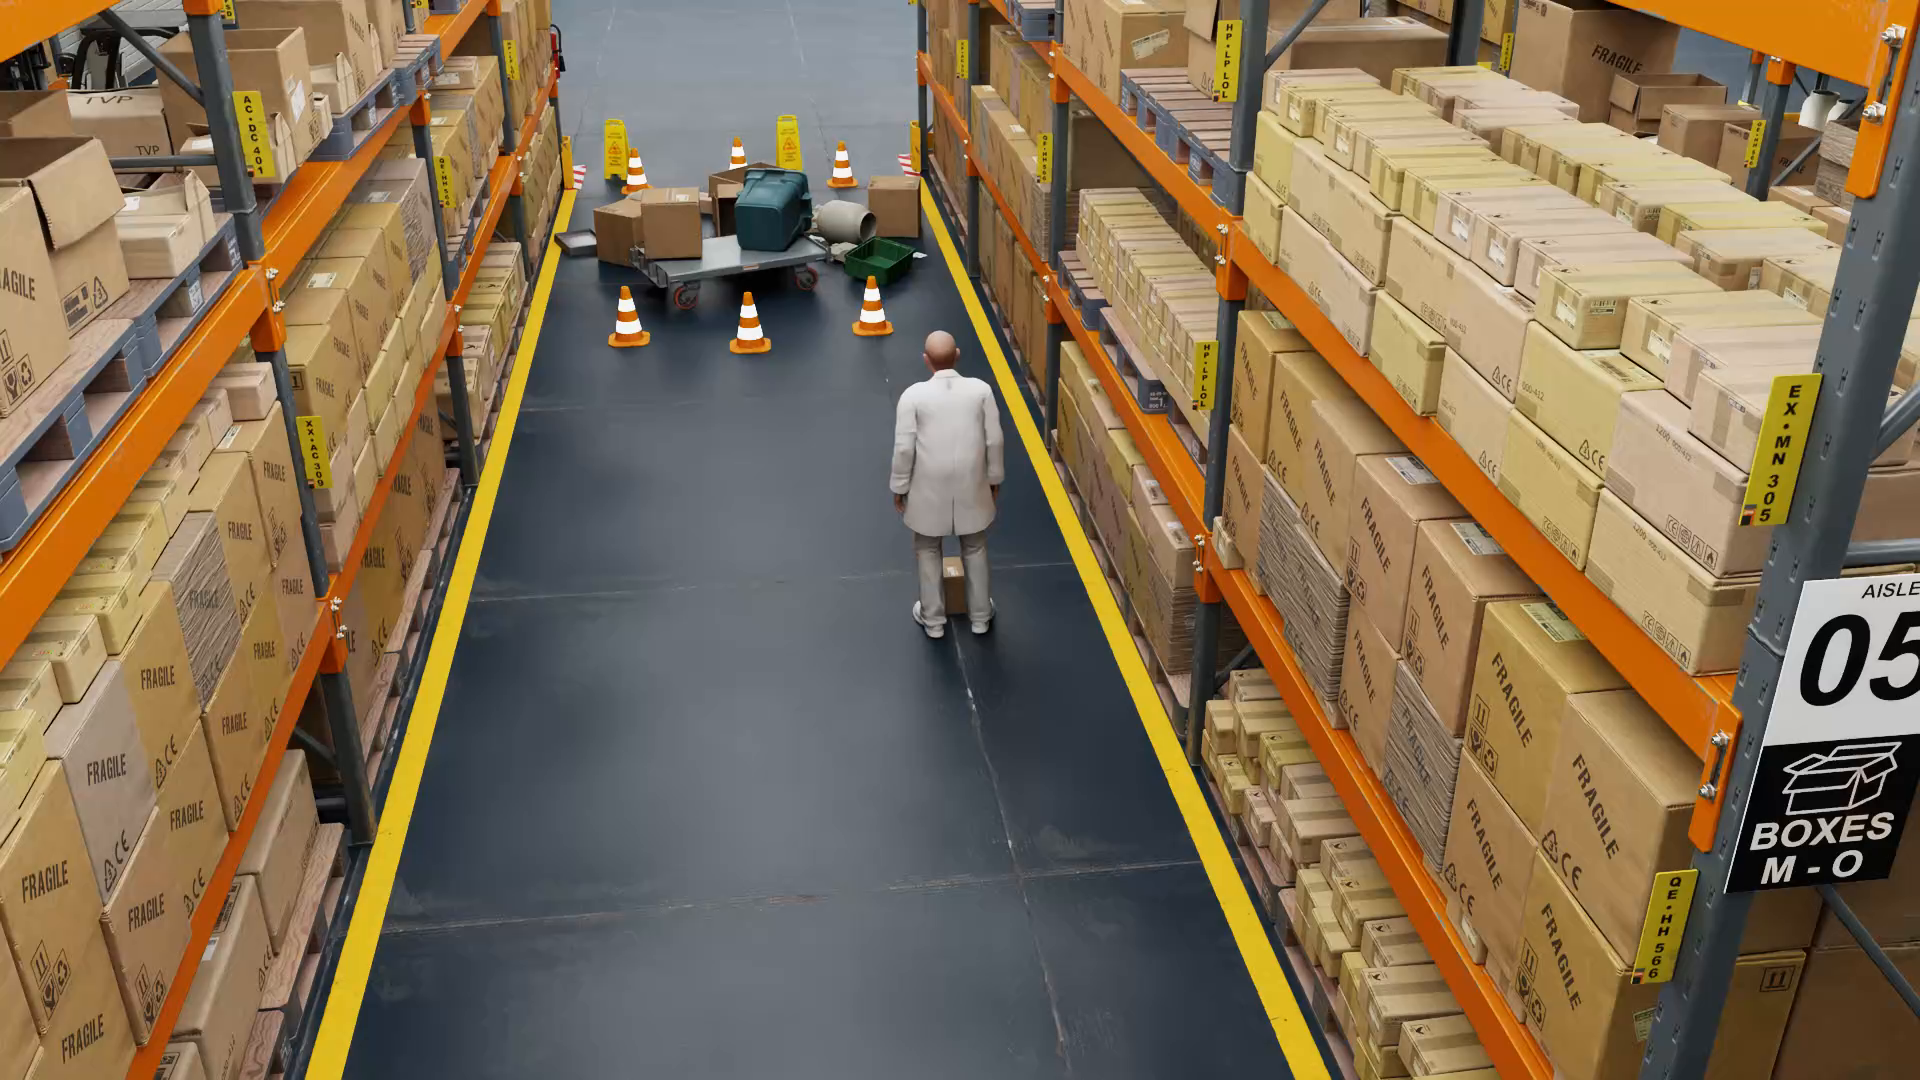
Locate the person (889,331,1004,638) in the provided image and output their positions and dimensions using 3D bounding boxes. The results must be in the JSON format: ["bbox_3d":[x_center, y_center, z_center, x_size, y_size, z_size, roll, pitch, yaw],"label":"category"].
[{"bbox_3d":[-0.072,-0.301,9.231,0.648,1.772,0.429,-5,27,-10],"label":"person"}]
